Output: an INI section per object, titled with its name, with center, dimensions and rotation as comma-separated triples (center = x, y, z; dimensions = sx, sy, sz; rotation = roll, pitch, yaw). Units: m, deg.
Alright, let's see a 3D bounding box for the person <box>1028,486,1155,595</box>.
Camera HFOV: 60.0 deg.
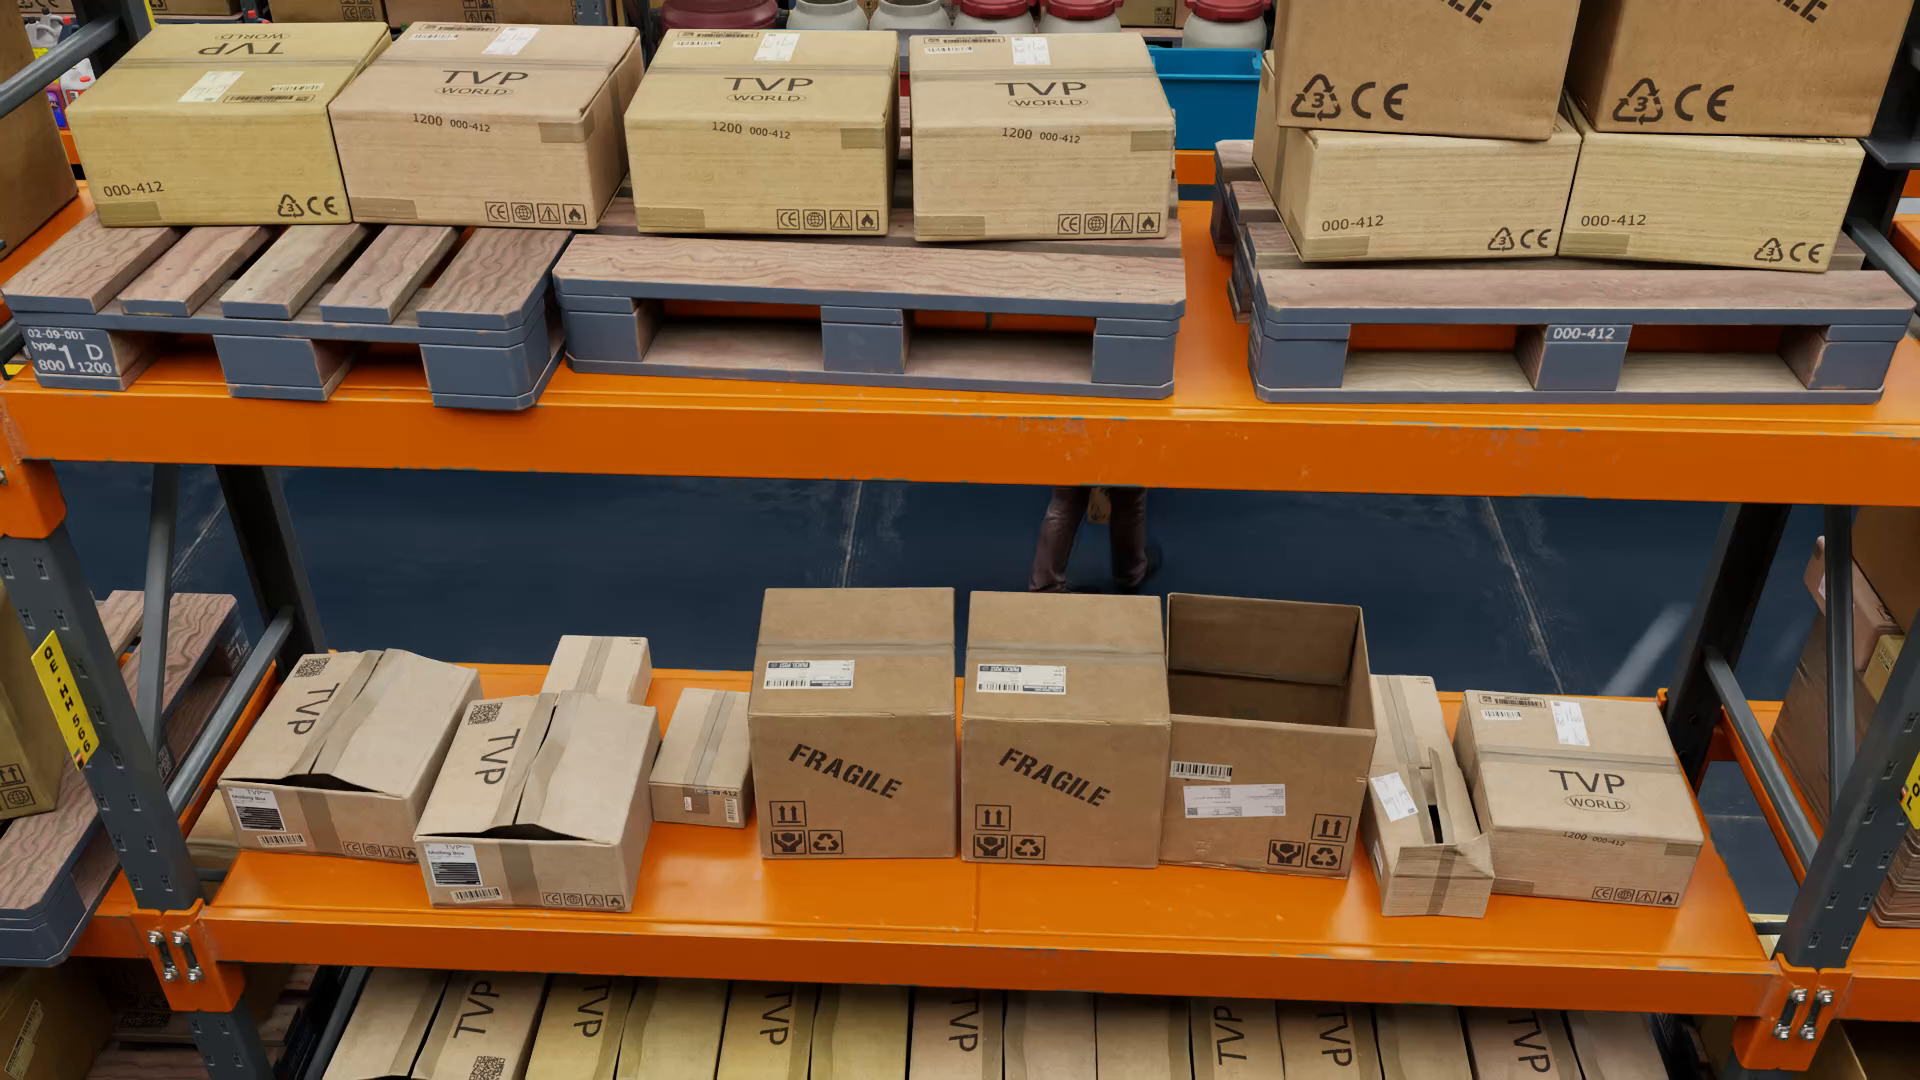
[person]
center = 0.595, -0.479, 6.842
dimensions = 0.546, 1.726, 0.672
rotation = 27, 43, 32
